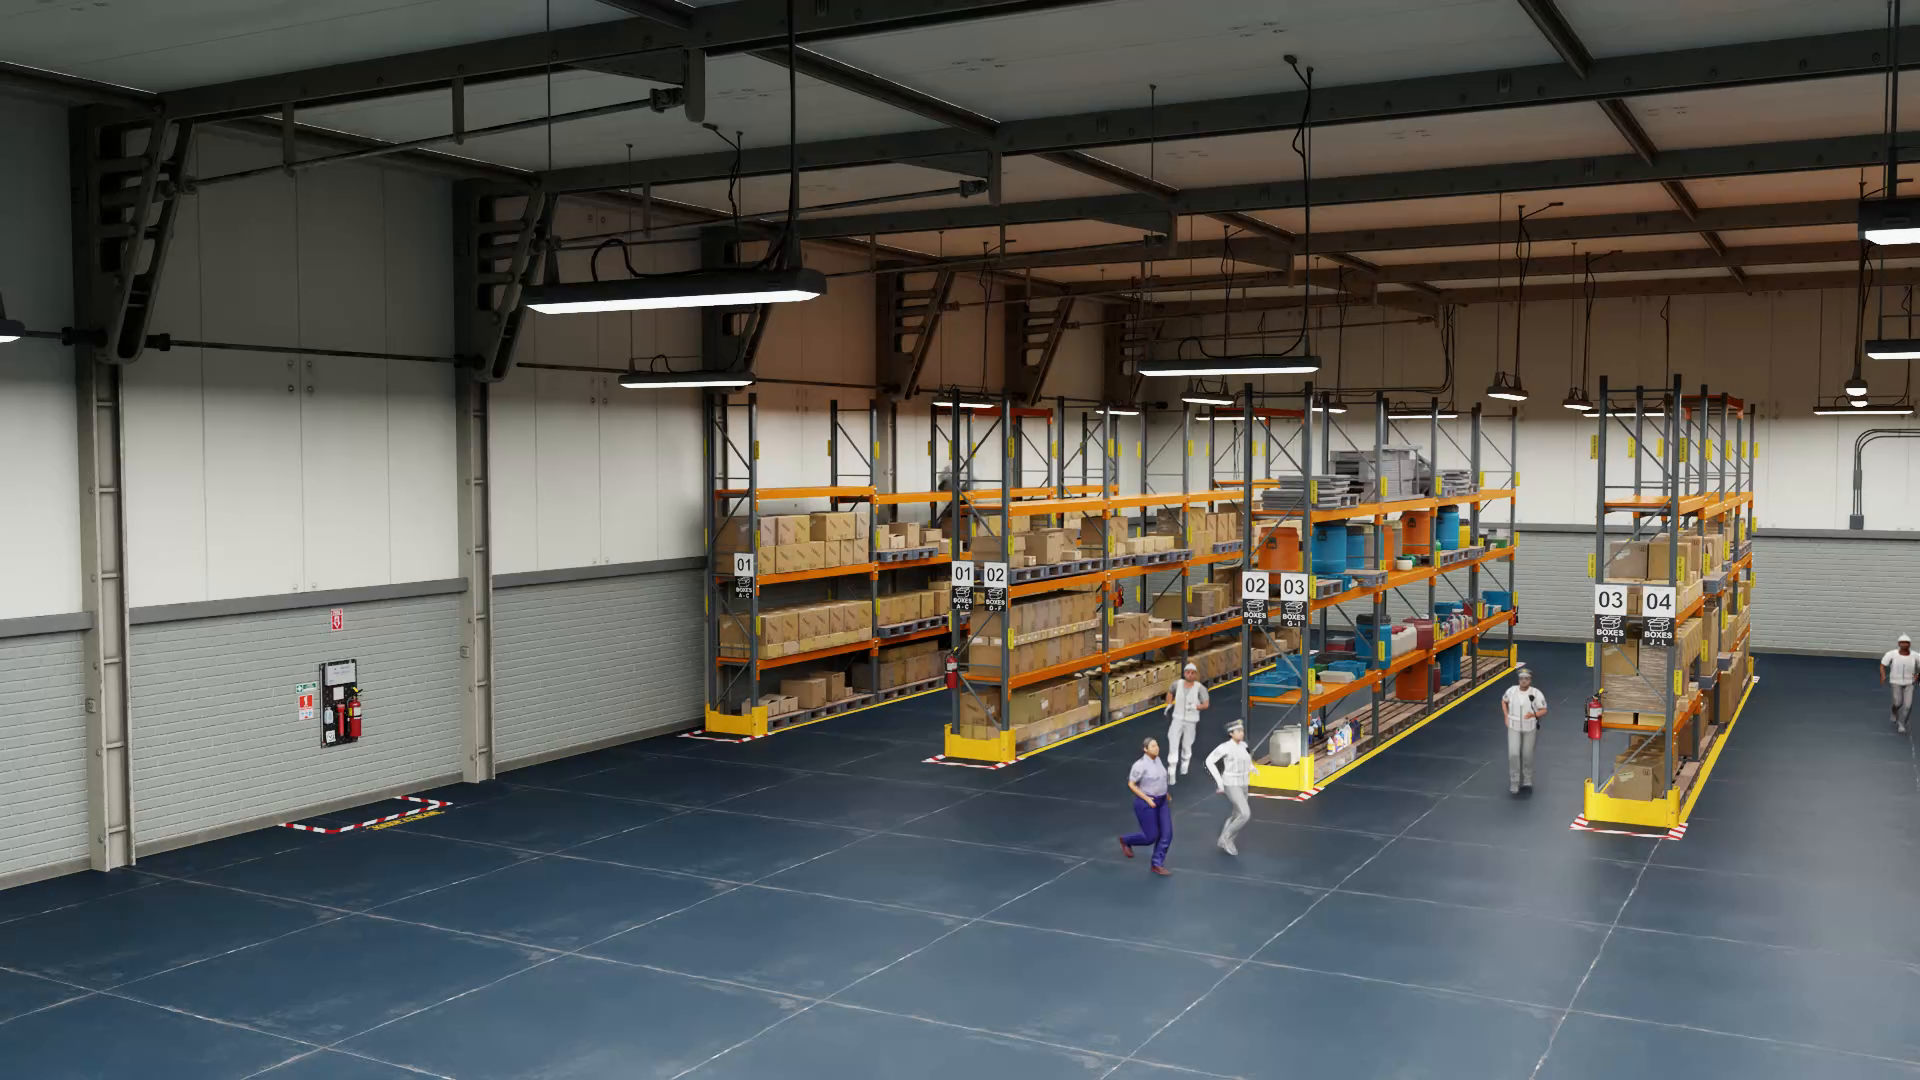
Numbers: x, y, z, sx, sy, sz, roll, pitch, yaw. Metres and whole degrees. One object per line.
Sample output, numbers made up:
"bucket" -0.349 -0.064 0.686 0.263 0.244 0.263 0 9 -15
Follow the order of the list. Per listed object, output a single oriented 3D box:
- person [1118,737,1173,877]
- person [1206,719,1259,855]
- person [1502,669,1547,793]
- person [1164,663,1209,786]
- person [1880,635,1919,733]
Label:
"person" 2.247 3.145 19.736 0.608 1.623 0.652 -3 4 -44
"person" 3.421 3.043 20.511 0.583 1.673 0.649 -3 4 -42
"person" 8.300 2.809 24.503 0.651 1.855 0.715 1 3 23
"person" 3.427 2.757 25.166 0.683 1.807 0.901 1 3 15
"person" 16.766 2.552 29.567 0.711 1.724 0.583 1 3 25
